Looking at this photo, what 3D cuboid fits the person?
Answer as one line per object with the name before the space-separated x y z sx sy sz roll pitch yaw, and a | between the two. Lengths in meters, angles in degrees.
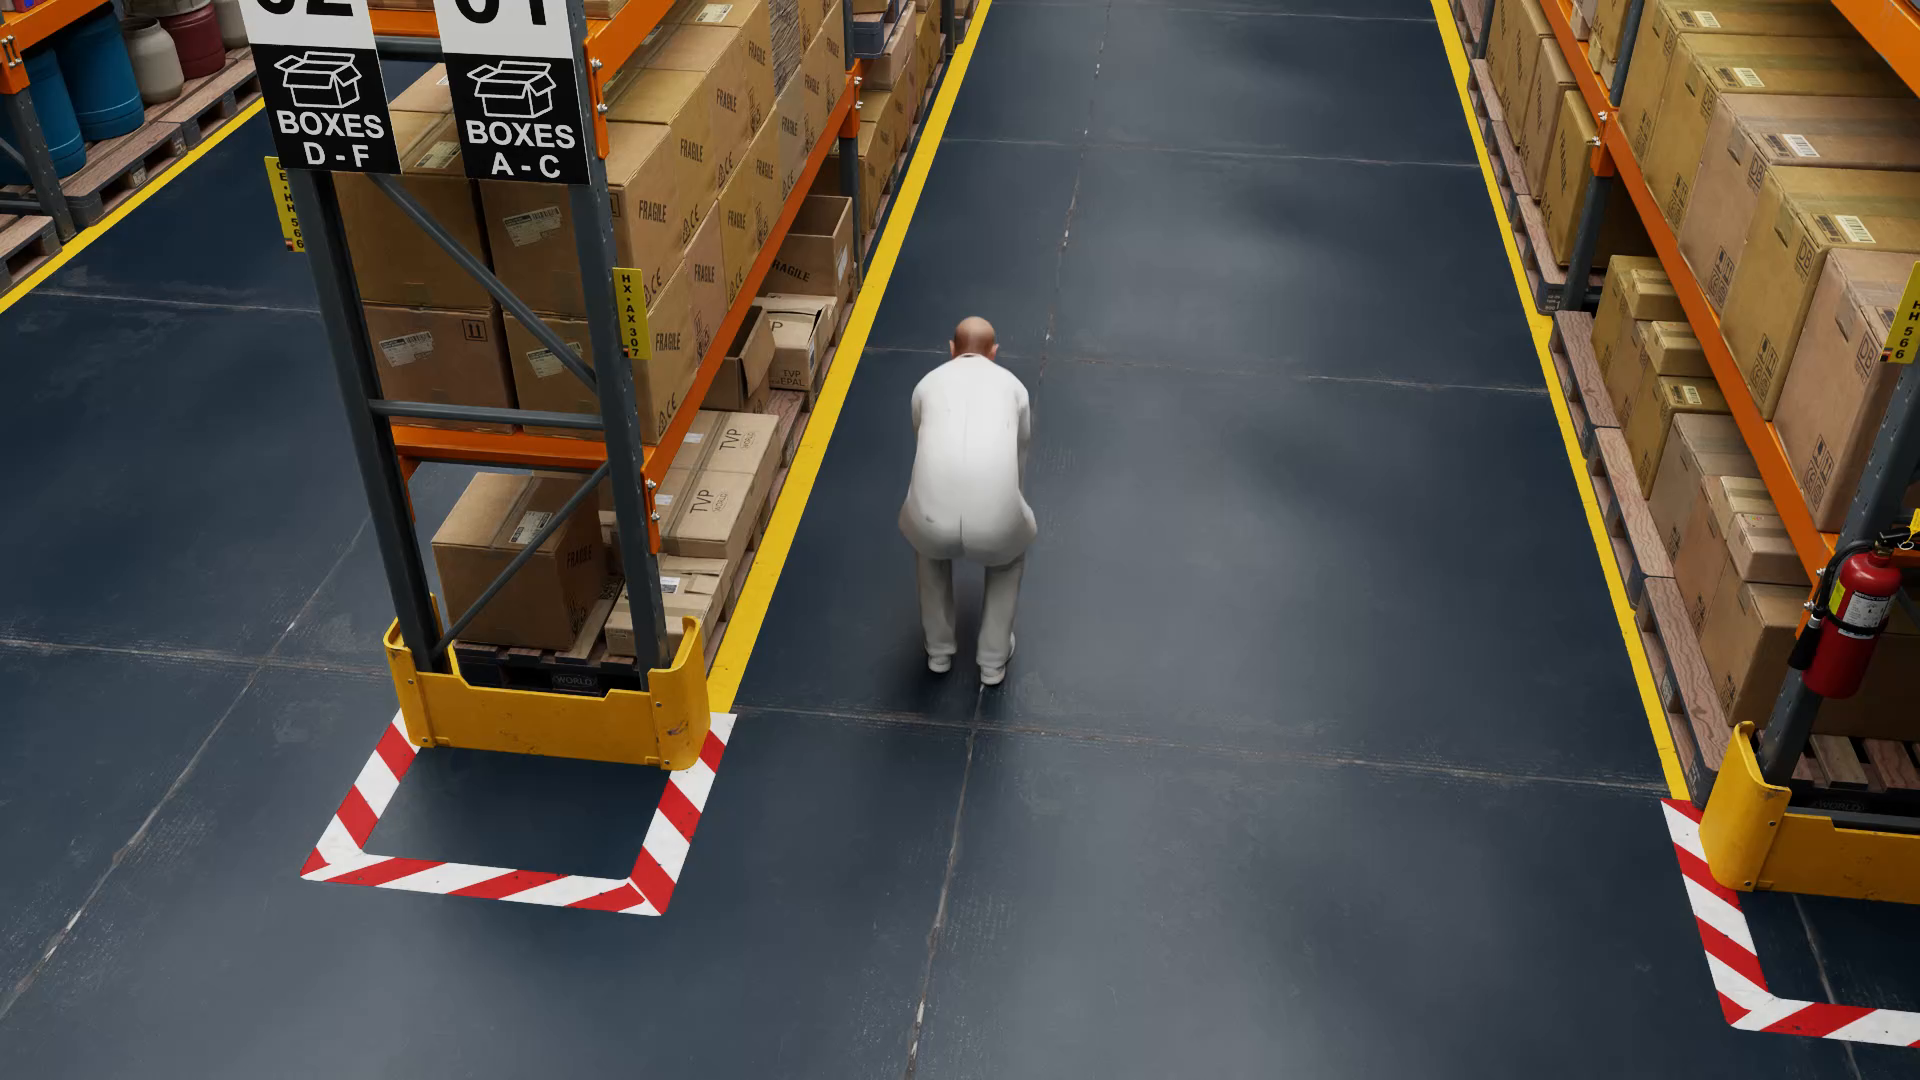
person | 0.046 -0.150 6.767 0.561 1.311 0.900 3 36 4
